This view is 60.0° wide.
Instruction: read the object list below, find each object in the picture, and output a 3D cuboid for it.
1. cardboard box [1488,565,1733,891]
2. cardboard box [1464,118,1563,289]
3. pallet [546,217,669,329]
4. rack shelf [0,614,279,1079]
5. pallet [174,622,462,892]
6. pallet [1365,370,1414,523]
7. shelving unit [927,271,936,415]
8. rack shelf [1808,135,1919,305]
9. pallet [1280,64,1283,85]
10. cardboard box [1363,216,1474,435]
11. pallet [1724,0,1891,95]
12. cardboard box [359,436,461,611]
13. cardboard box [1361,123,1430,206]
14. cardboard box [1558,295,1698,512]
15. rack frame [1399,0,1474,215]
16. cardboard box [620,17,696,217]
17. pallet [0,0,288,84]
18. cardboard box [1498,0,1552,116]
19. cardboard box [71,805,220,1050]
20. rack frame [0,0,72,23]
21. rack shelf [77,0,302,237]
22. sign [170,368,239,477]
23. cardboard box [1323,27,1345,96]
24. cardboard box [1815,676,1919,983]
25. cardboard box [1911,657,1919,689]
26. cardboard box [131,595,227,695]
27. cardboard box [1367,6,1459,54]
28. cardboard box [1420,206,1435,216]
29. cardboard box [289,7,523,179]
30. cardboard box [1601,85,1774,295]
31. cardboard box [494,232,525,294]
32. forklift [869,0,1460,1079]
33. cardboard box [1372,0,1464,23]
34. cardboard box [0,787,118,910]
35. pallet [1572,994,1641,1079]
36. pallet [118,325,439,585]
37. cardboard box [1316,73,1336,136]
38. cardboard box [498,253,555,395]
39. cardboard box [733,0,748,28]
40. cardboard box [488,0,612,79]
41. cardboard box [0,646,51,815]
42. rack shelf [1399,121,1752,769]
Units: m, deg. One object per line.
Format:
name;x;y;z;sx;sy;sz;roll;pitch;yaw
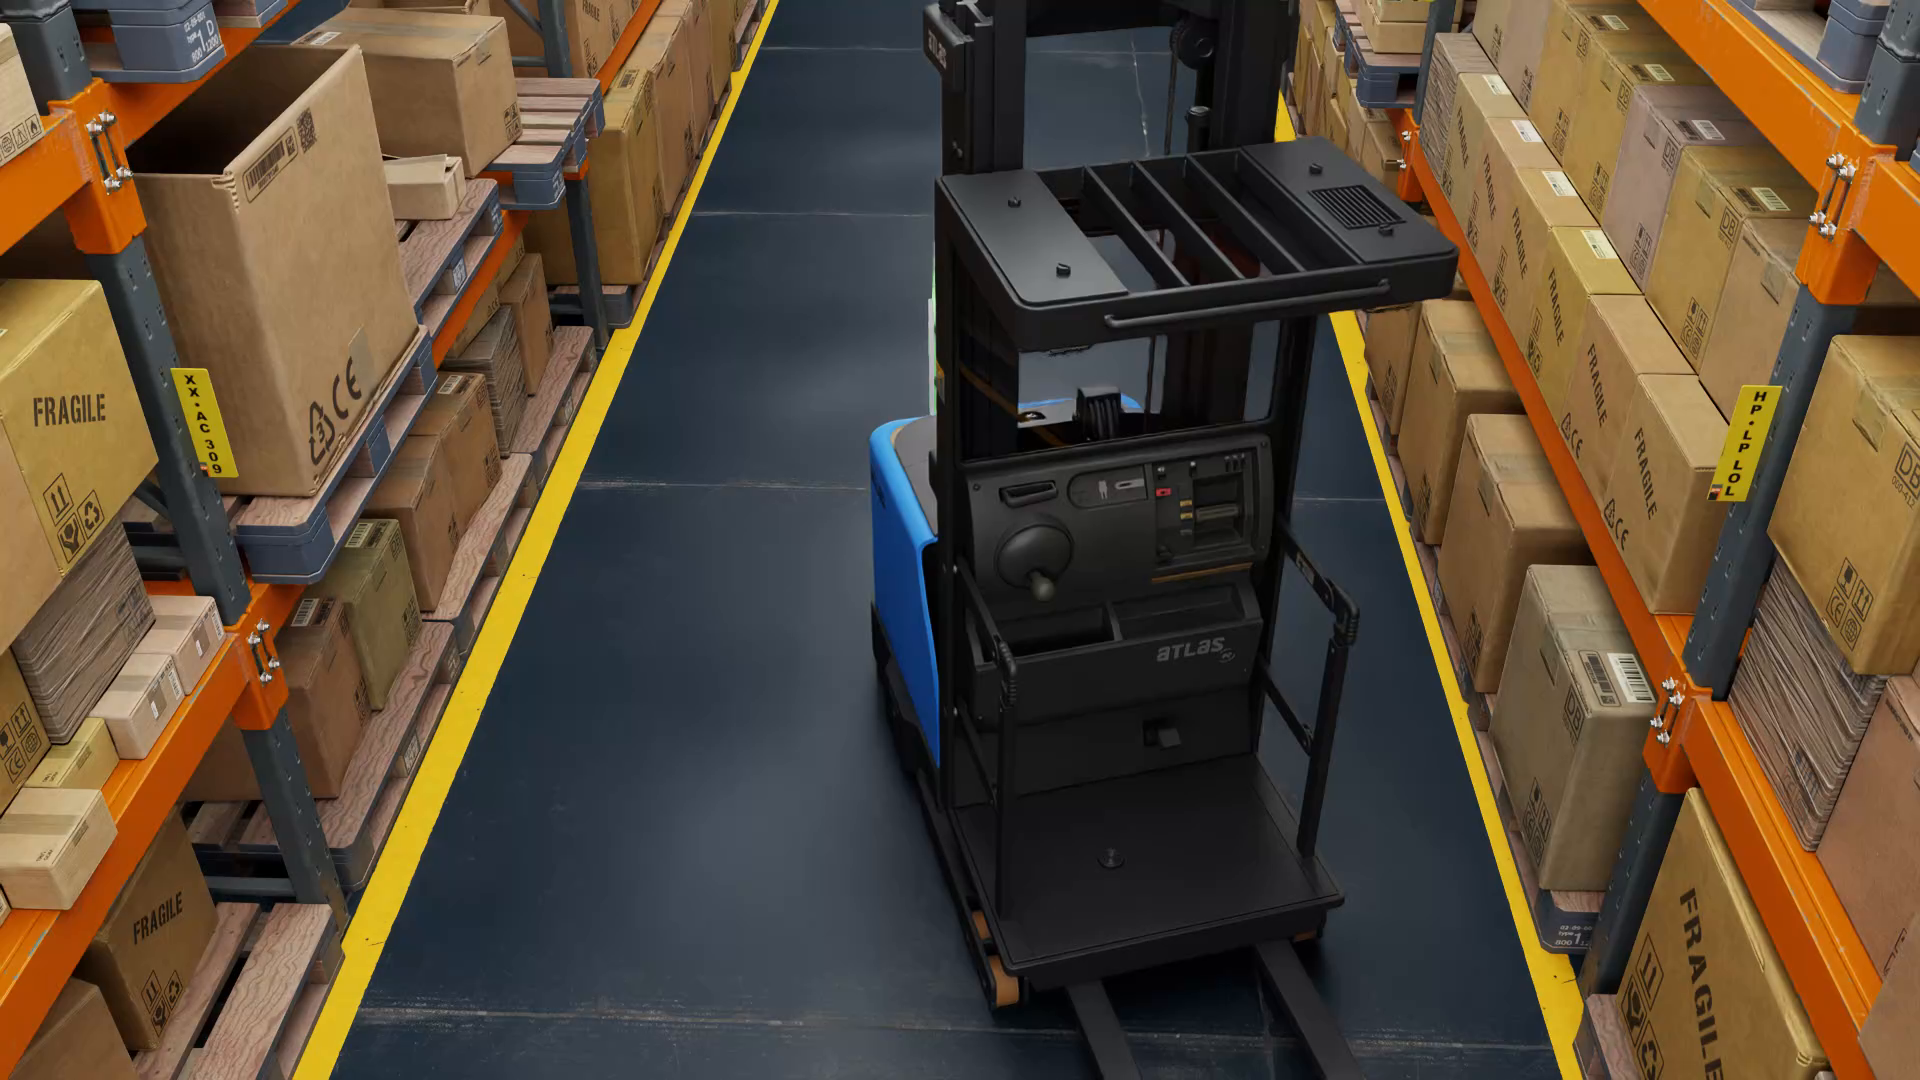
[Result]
cardboard box;2.381;0.607;5.369;1.050;0.750;0.750;1;35;2
cardboard box;2.281;-1.288;6.387;0.500;0.500;0.500;1;35;2
pallet;-2.238;-1.564;9.292;1.003;0.211;1.213;1;35;2
rack shelf;-2.586;1.488;3.150;1.077;0.370;4.000;1;35;2
pallet;-2.476;0.738;6.016;1.003;0.211;1.213;1;35;2
pallet;2.500;-0.489;7.762;1.003;0.211;1.213;1;35;2
shelving unit;0.007;-0.586;7.040;0.258;1.200;0.503;1;35;2
rack shelf;2.366;0.433;2.041;1.077;0.370;4.000;1;35;2
pallet;2.759;-3.625;12.224;1.003;0.211;1.213;1;35;2
cardboard box;2.493;-0.984;7.633;1.050;0.750;0.750;1;35;1
pallet;2.434;-1.460;4.276;0.805;0.209;1.217;0;35;0
cardboard box;-2.399;-0.060;6.518;0.700;0.500;0.500;-2;35;-2
cardboard box;2.373;-1.936;8.552;0.500;0.250;0.500;1;35;1
cardboard box;2.221;-0.420;5.152;0.500;0.500;0.500;1;35;1
rack frame;2.607;-2.081;7.602;1.000;3.000;0.127;1;35;2
cardboard box;-2.253;-2.464;9.630;1.225;0.875;0.875;1;35;2
pallet;-2.374;-1.458;4.270;1.213;0.211;1.003;1;35;2
cardboard box;2.560;-1.983;6.506;0.700;0.500;0.500;1;35;1
cardboard box;-2.562;1.124;4.850;0.500;0.500;0.500;0;35;0
rack frame;-2.505;-2.410;2.853;1.000;3.000;0.127;1;35;2
rack shelf;-2.425;-2.037;5.557;1.077;0.370;4.000;1;35;2
sign;-1.963;-0.301;4.317;0.100;0.325;0.005;1;35;2
cardboard box;2.430;-2.818;9.807;0.500;0.250;0.500;3;35;4
cardboard box;2.444;0.685;3.537;0.875;0.550;0.550;1;35;2
cardboard box;2.491;0.244;3.225;0.875;0.550;0.550;1;35;2
cardboard box;-2.220;0.278;4.465;0.380;0.149;0.250;1;35;2
cardboard box;2.168;-2.444;7.972;0.380;0.149;0.250;2;35;3
cardboard box;2.372;-1.614;8.747;0.500;0.500;0.500;1;35;2
cardboard box;-2.249;-1.832;6.796;0.700;0.500;0.500;6;36;9
cardboard box;2.500;-1.104;5.256;0.700;0.500;0.500;2;35;2
cardboard box;-2.342;-1.332;7.676;0.500;0.250;0.500;3;35;4
forklift;0.537;0.001;4.699;1.130;2.935;3.031;-9;36;-12
cardboard box;2.172;-2.566;7.887;0.380;0.149;0.250;2;35;3
cardboard box;-2.209;0.710;3.850;0.380;0.149;0.250;1;35;2
pallet;2.338;1.793;4.515;1.003;0.211;1.213;1;35;2
pallet;-2.329;-0.313;5.253;1.003;0.211;1.213;1;35;2
cardboard box;2.446;-2.504;10.013;0.500;0.500;0.500;2;35;3
cardboard box;-2.352;-1.025;7.892;0.700;0.500;0.500;0;35;-1
cardboard box;-2.078;-4.231;12.145;0.875;0.875;0.875;1;35;2
cardboard box;-2.053;-2.567;8.207;0.500;0.500;0.500;2;35;3
cardboard box;-2.641;0.426;3.690;0.875;0.500;0.500;1;35;2
rack shelf;2.527;-0.637;6.174;1.077;0.370;4.000;1;35;2
